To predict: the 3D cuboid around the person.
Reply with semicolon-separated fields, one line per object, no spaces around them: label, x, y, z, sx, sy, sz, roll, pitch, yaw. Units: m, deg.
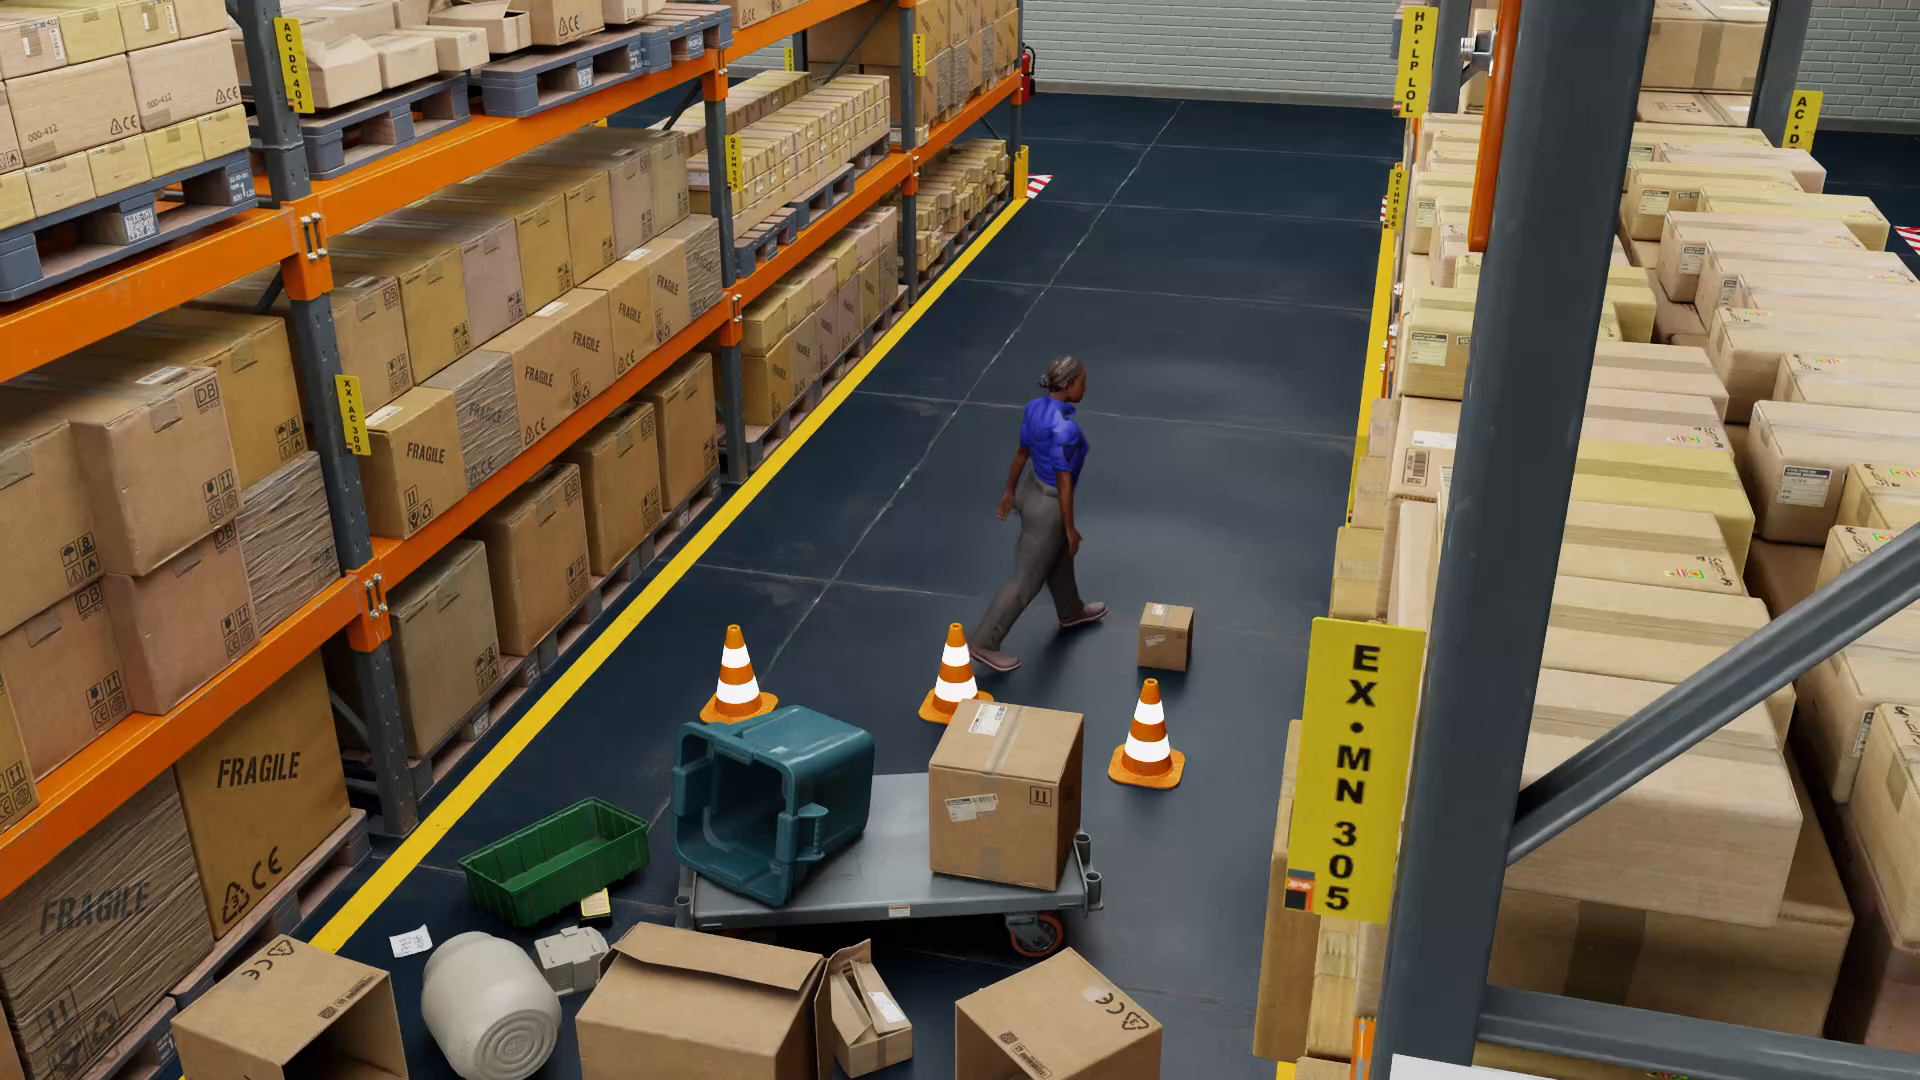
person;0.435;-0.167;8.478;0.914;1.613;0.543;-8;27;-16
